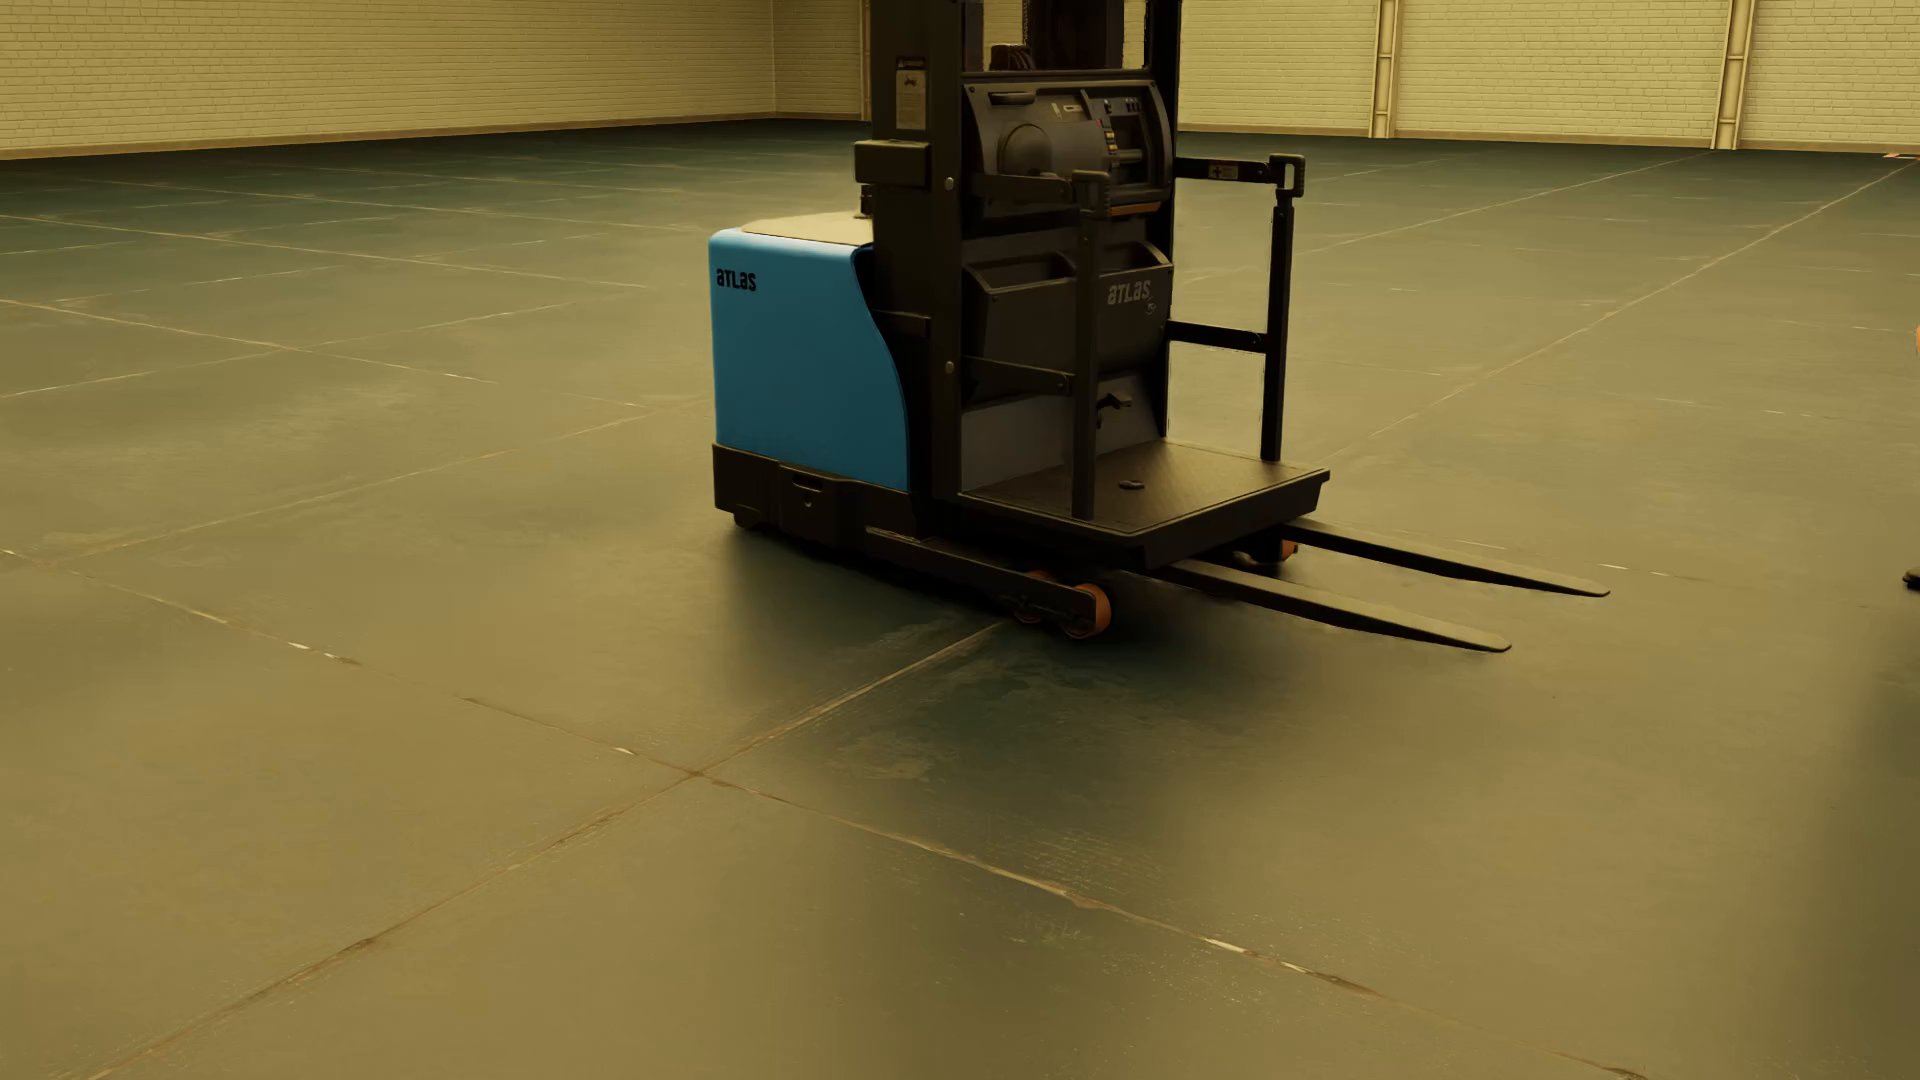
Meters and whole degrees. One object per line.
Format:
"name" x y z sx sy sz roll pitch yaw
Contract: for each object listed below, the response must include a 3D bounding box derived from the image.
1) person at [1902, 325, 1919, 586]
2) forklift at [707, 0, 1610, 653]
"person" 3.251 -0.628 5.086 0.420 1.698 0.749 -7 18 -22
"forklift" 0.509 -1.277 5.102 3.031 2.935 1.130 15 22 41
